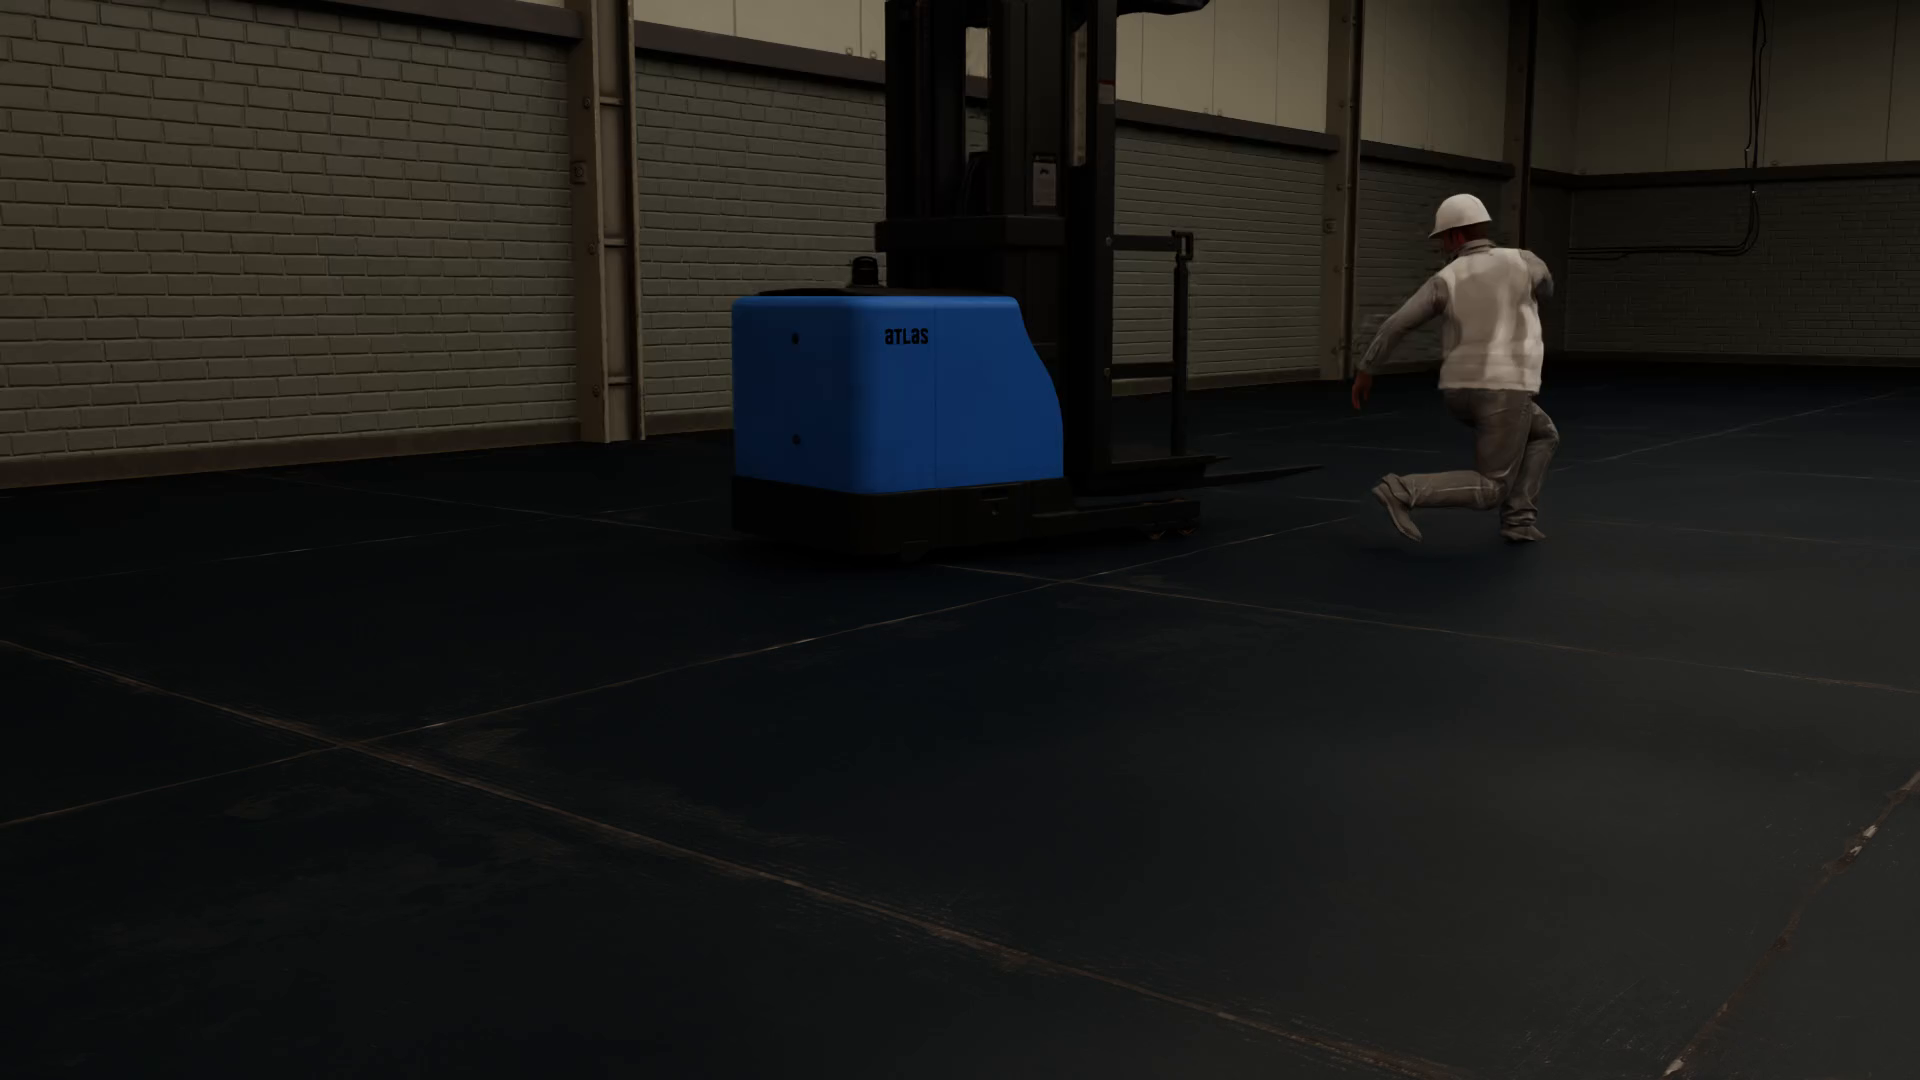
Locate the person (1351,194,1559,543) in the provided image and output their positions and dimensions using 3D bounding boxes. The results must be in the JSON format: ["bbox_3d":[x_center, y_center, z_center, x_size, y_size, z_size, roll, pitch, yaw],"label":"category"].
[{"bbox_3d":[2.191,-0.726,7.243,0.943,1.539,0.690,-5,10,-29],"label":"person"}]

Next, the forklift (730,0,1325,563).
[{"bbox_3d":[0.471,-1.508,7.589,3.031,2.935,1.130,-7,11,-39],"label":"forklift"}]
